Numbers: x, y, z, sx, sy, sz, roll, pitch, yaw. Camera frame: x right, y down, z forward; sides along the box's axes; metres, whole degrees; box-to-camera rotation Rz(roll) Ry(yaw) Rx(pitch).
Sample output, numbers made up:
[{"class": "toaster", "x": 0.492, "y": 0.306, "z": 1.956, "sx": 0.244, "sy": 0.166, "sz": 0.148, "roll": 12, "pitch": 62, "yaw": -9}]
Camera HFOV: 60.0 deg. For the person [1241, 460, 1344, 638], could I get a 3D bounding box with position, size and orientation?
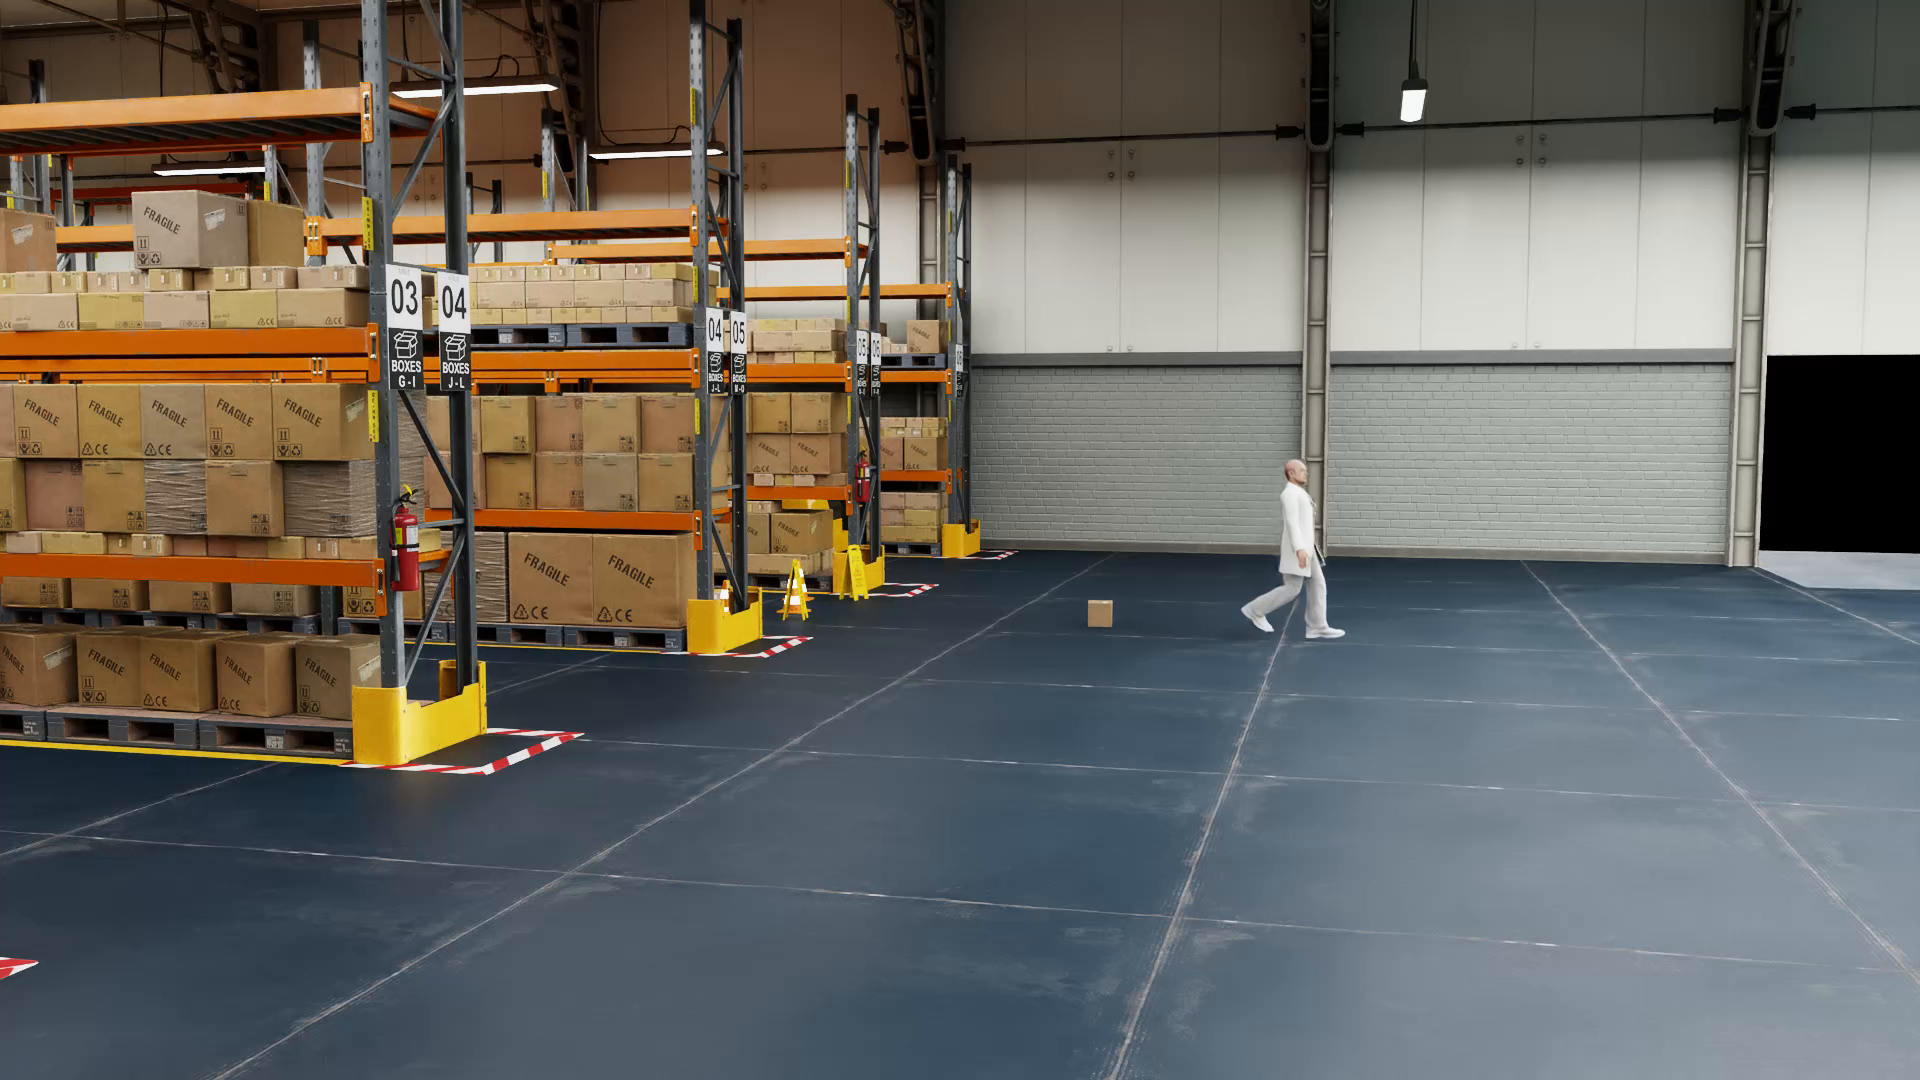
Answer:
[{"class": "person", "x": 3.262, "y": 0.092, "z": 16.269, "sx": 0.985, "sy": 1.746, "sz": 0.612, "roll": 2, "pitch": 5, "yaw": 23}]
